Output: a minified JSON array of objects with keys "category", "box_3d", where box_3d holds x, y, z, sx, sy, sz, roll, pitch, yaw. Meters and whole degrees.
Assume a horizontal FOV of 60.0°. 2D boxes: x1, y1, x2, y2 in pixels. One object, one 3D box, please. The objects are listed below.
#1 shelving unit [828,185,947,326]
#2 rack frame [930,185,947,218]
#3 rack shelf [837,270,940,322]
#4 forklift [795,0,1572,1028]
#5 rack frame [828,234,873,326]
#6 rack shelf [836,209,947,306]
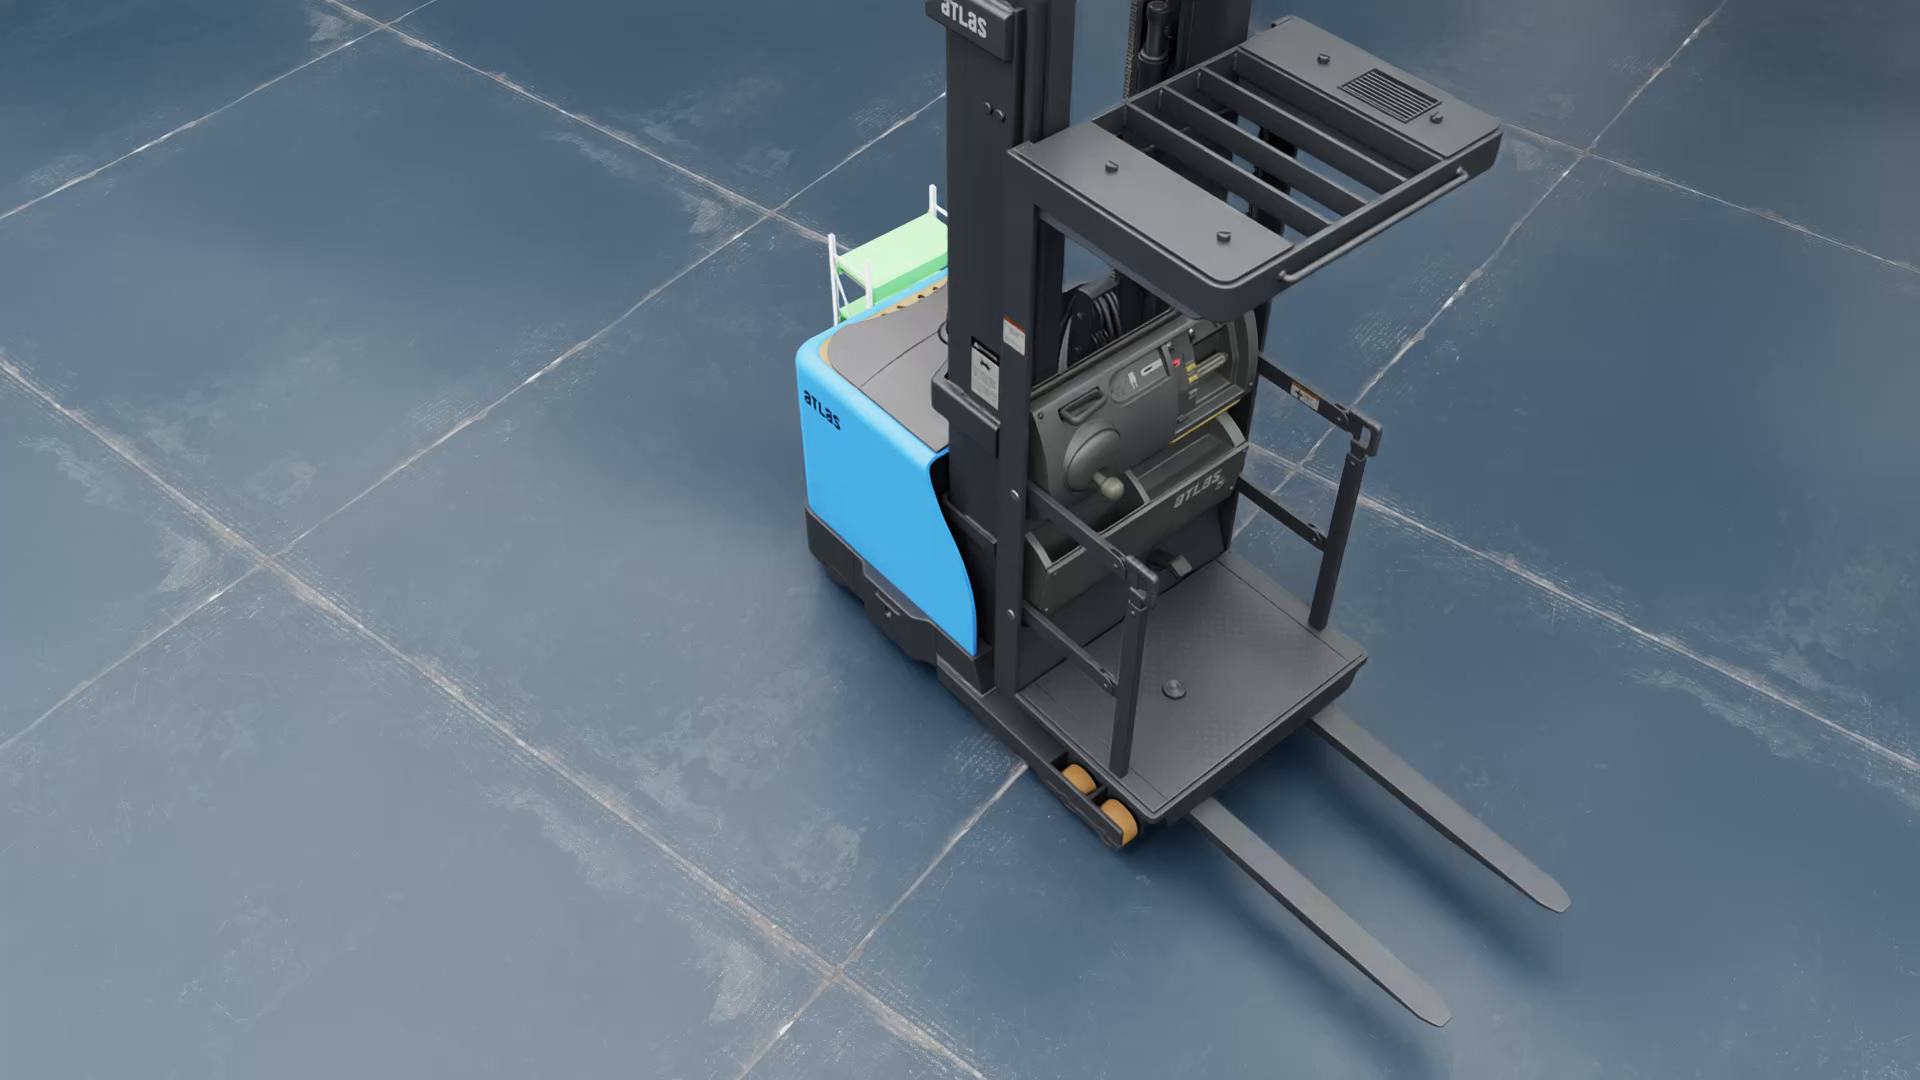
[{"category":"shelving unit","box_3d":[-0.220,-0.769,6.655,0.503,1.200,0.258,-32,54,-27]},{"category":"rack frame","box_3d":[-0.034,-0.883,6.764,0.015,1.200,0.240,-32,54,-27]},{"category":"rack shelf","box_3d":[-0.220,-0.891,6.527,0.480,0.148,0.258,-32,54,-27]},{"category":"forklift","box_3d":[0.730,-0.372,5.079,1.130,2.935,3.031,-32,54,-27]},{"category":"rack frame","box_3d":[-0.406,-0.655,6.546,0.015,1.200,0.240,-32,54,-27]},{"category":"rack shelf","box_3d":[-0.220,-1.057,6.354,0.480,0.148,0.258,-32,54,-27]}]
